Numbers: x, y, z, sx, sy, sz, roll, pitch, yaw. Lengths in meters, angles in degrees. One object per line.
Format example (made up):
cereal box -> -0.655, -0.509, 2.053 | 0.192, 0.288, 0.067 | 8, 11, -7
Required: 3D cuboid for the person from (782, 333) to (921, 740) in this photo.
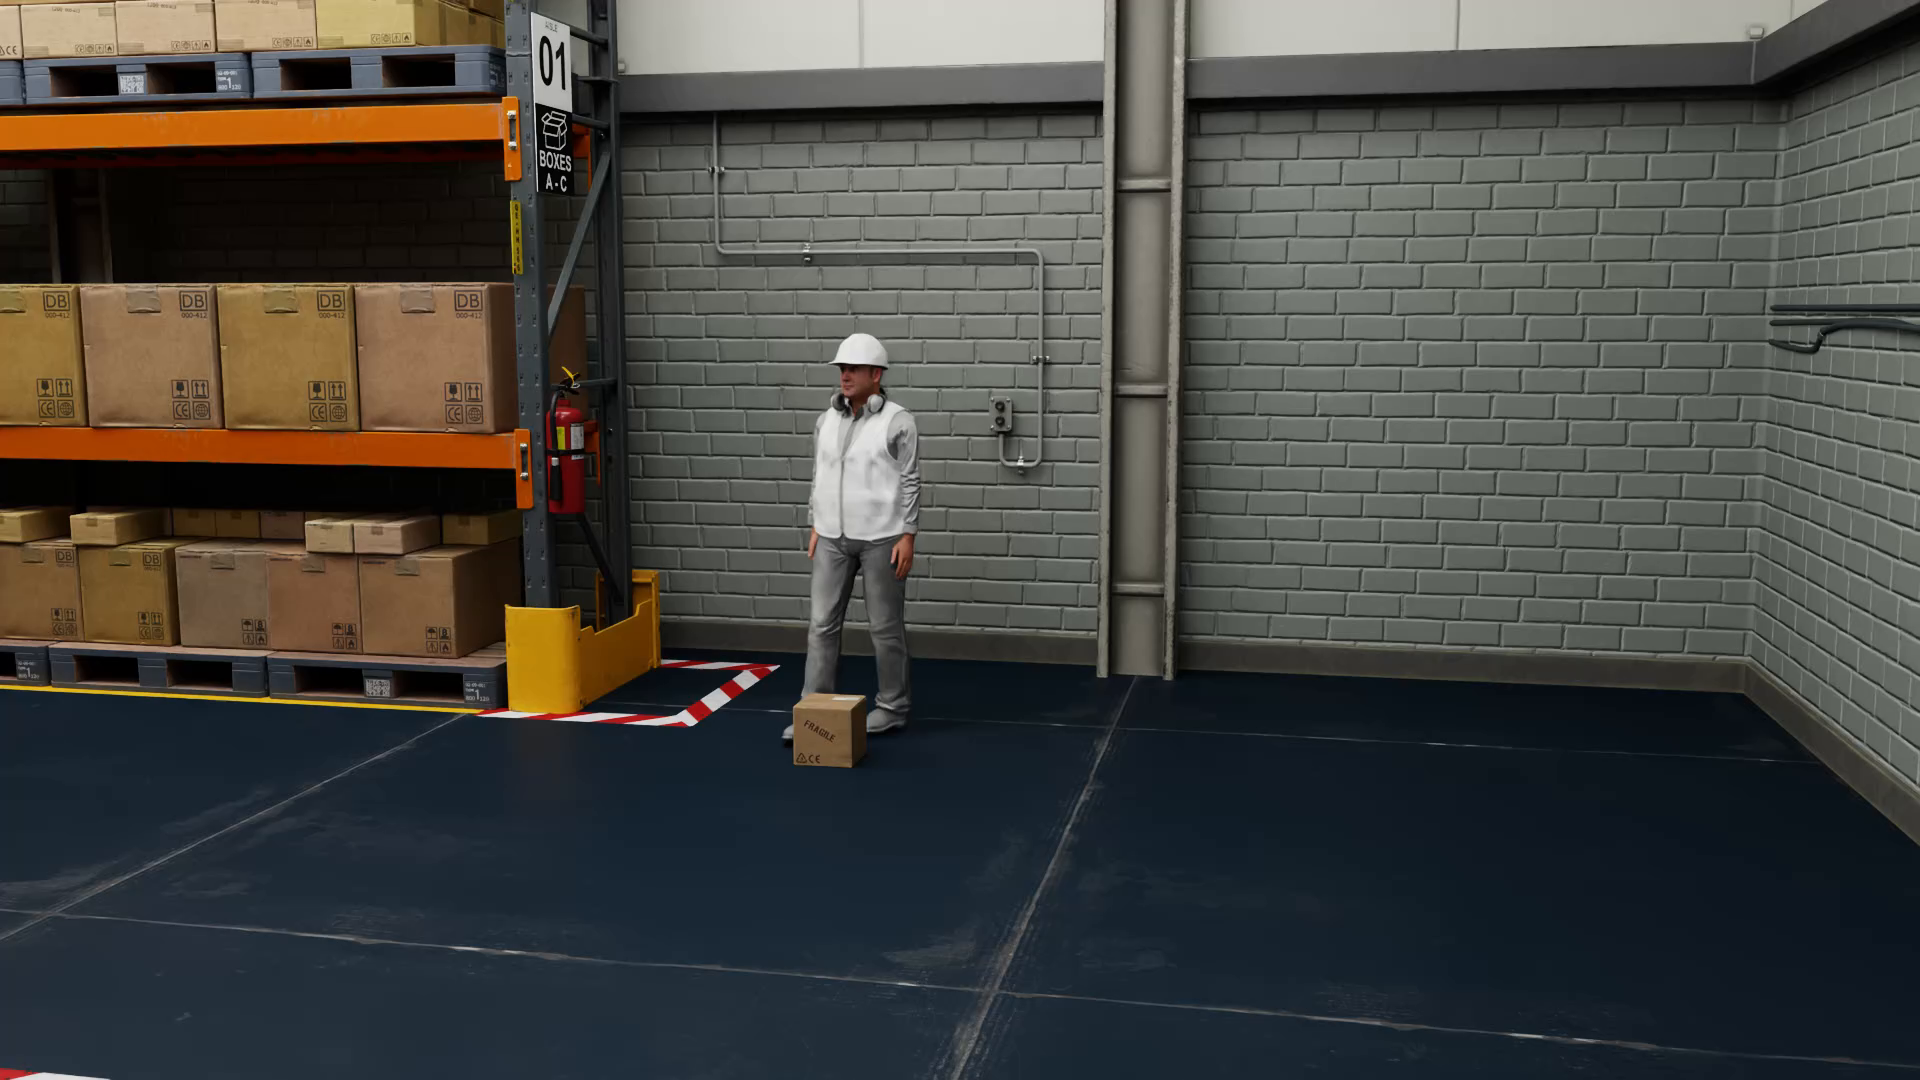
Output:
person -> -0.475, -0.010, 7.267 | 0.546, 1.769, 0.600 | 4, 9, 25
